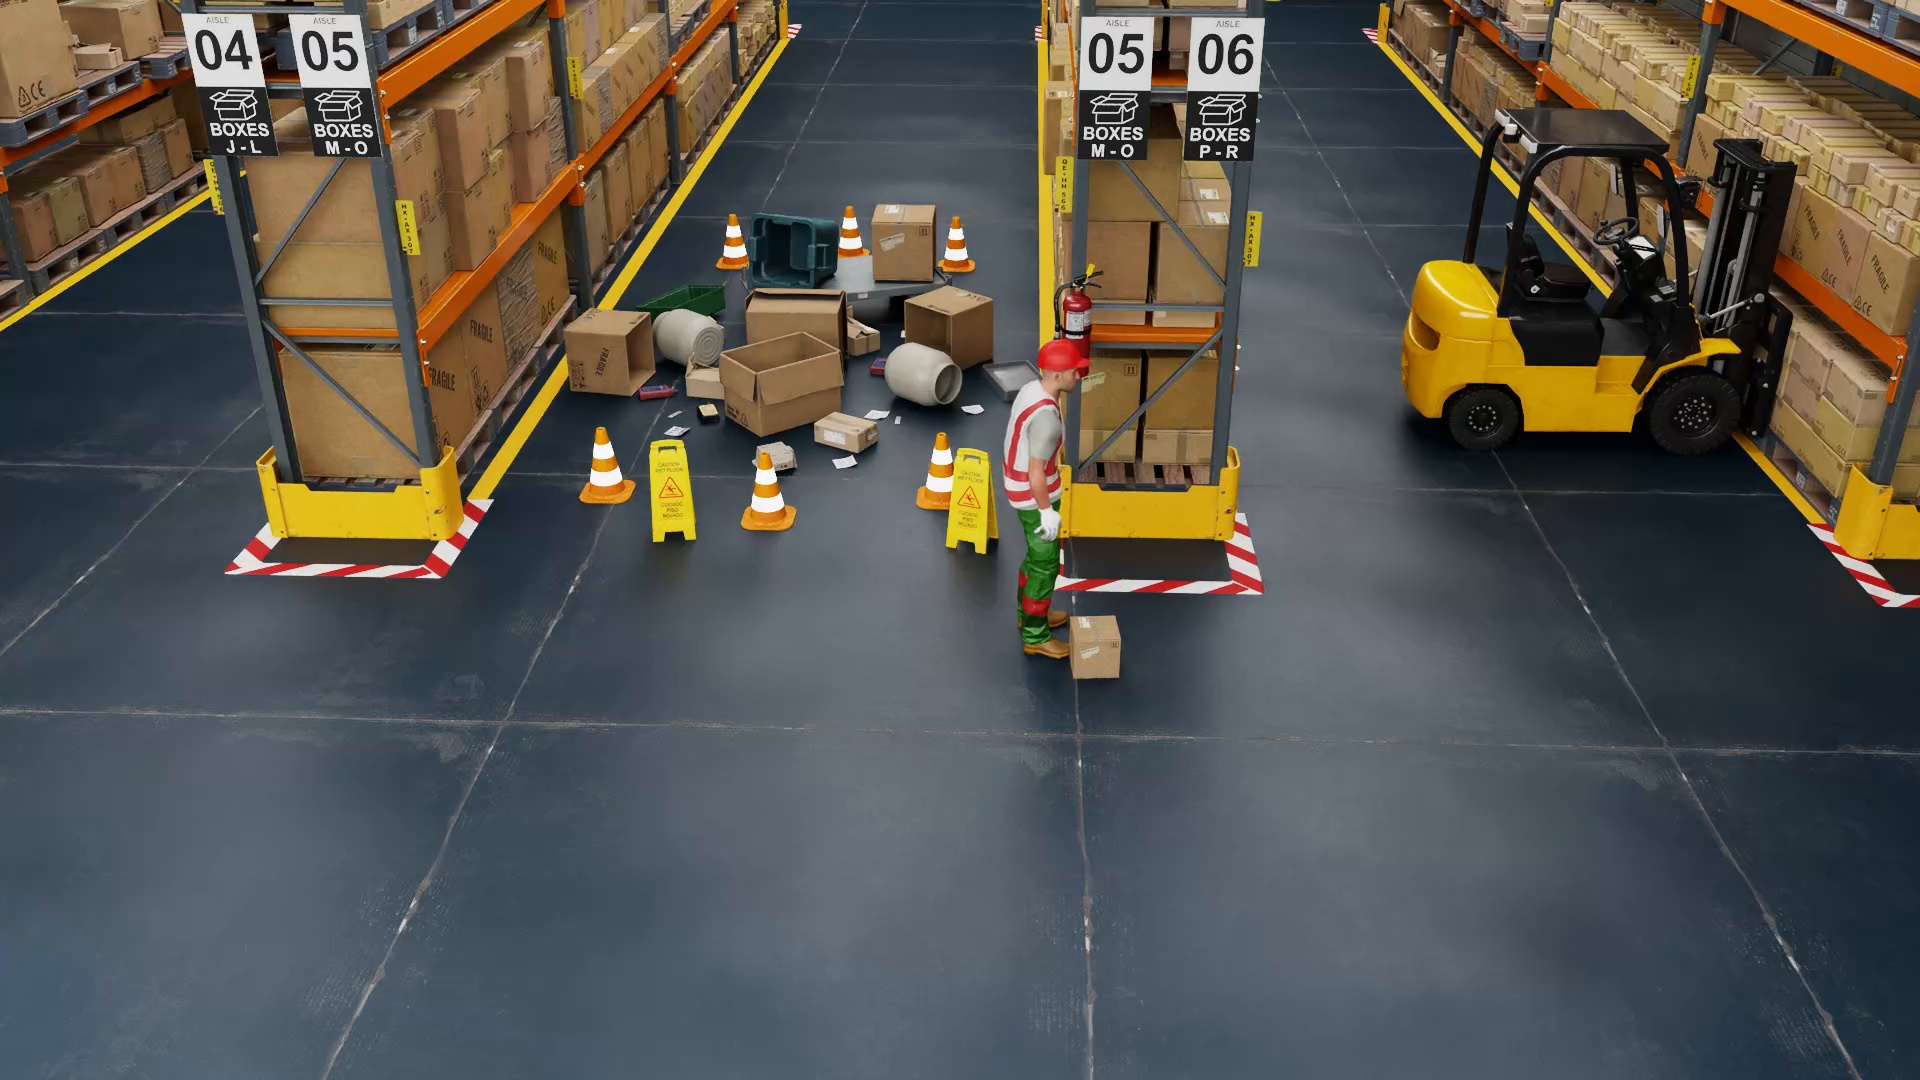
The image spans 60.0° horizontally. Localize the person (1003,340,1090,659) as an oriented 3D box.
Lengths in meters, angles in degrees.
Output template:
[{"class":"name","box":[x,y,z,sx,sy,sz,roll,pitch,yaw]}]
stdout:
[{"class":"person","box":[0.460,-0.240,9.063,0.453,1.778,0.604,-1,28,-1]}]
